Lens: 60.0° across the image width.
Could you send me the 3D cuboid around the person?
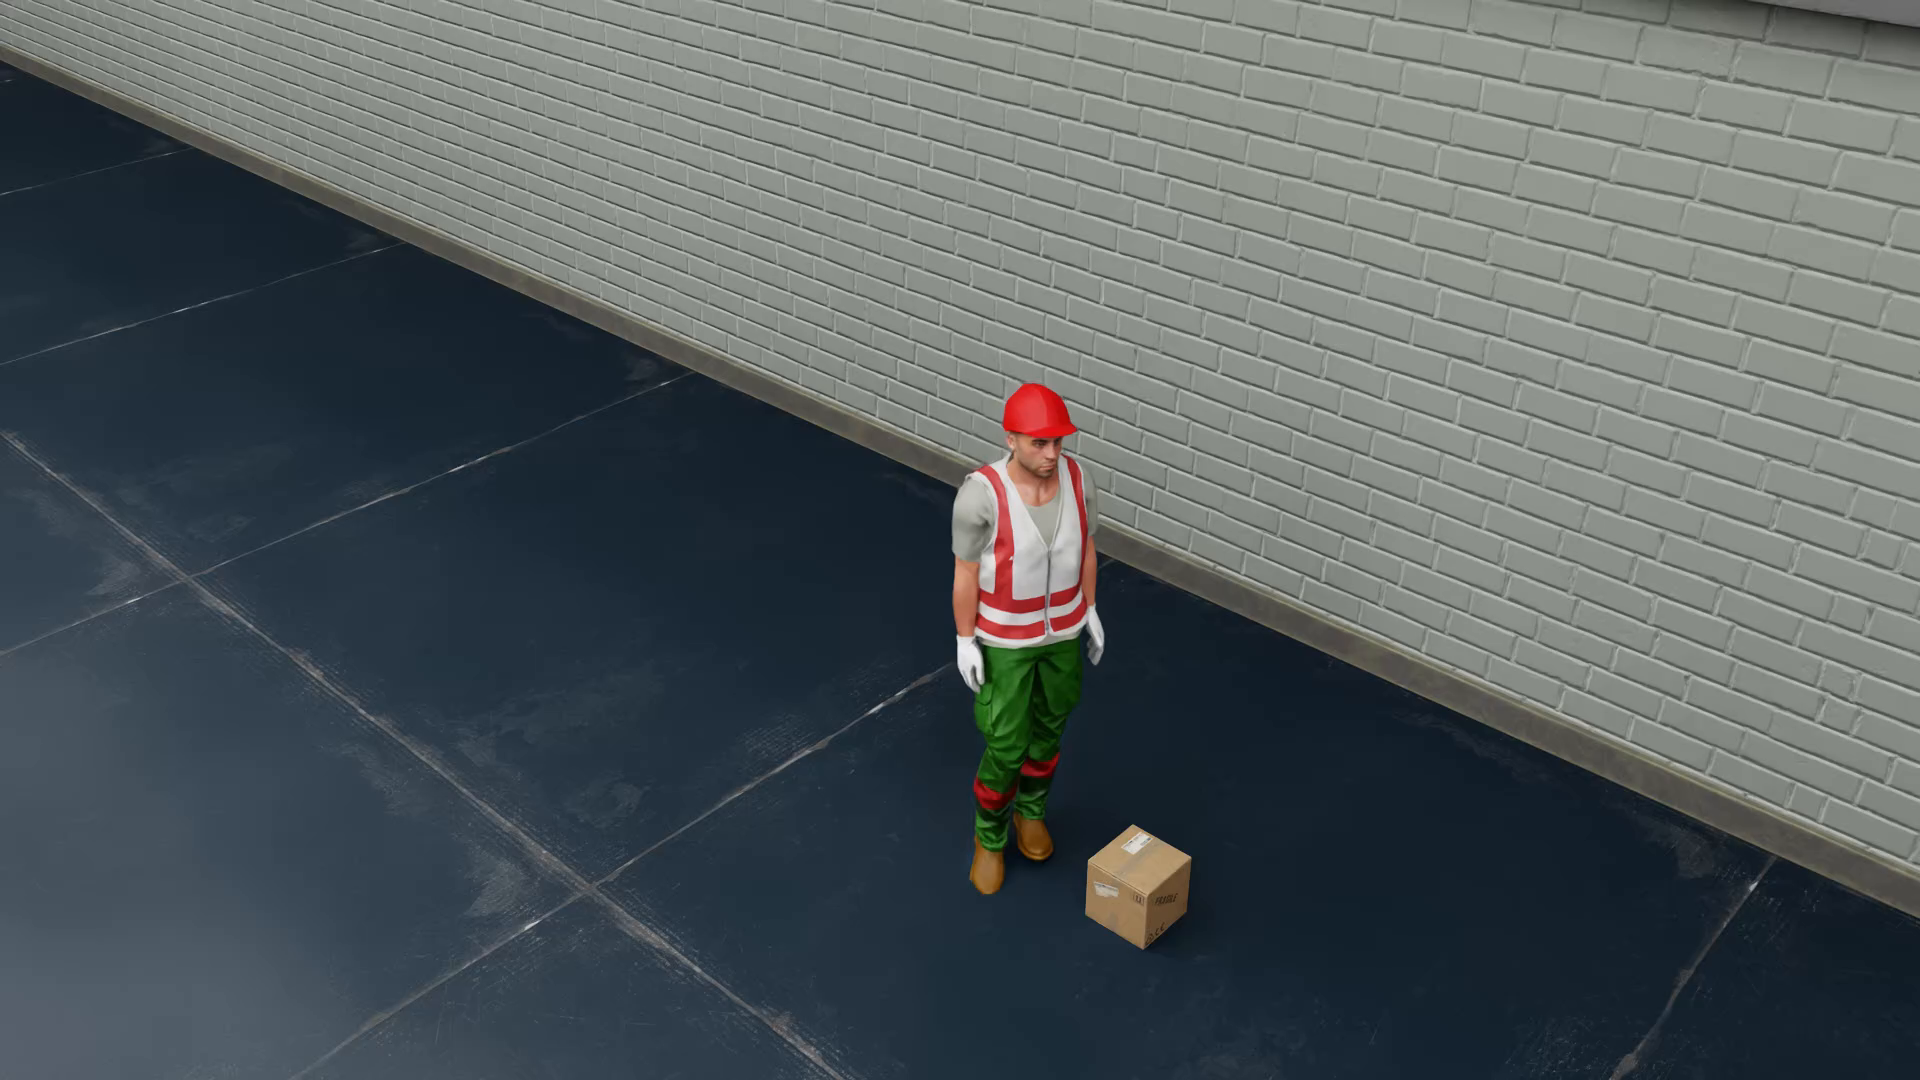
[{"bbox_3d":[0.241,0.334,5.572,0.553,1.827,0.403,-14,34,-21],"label":"person"}]
